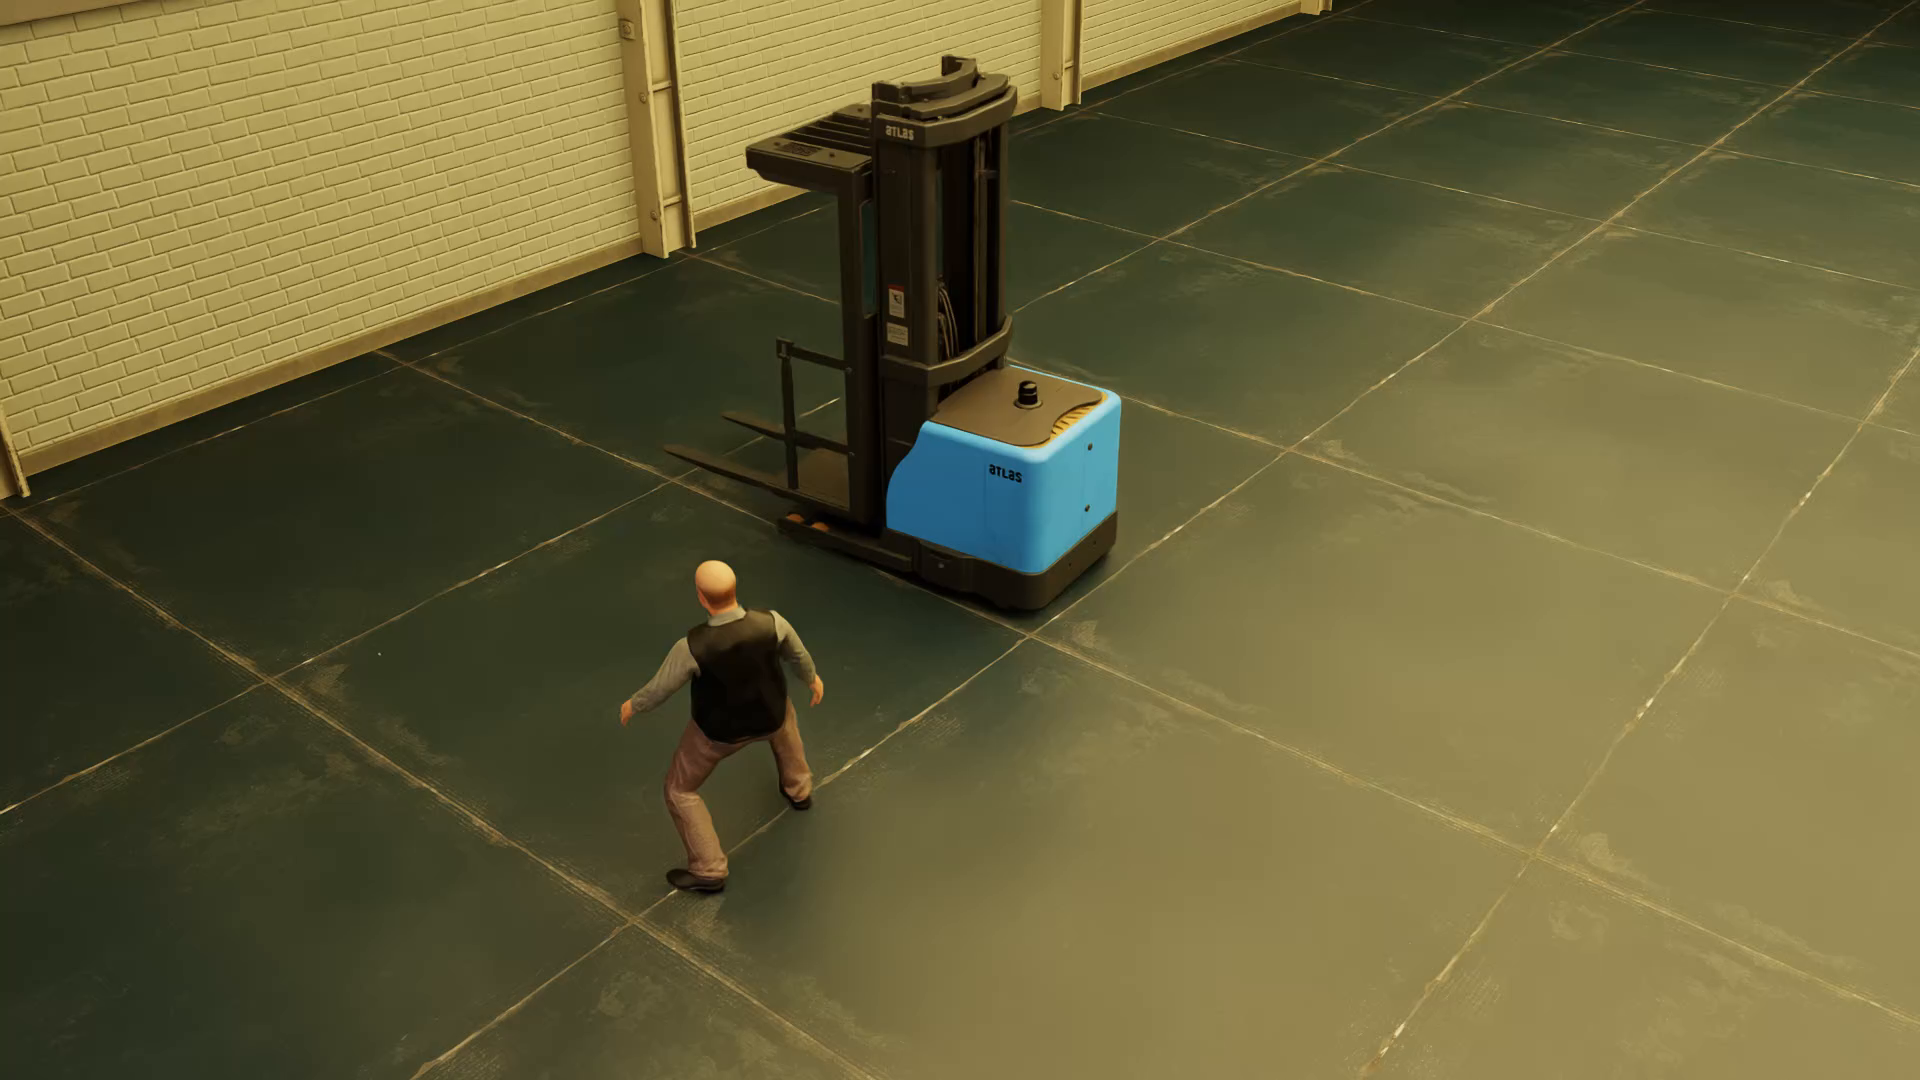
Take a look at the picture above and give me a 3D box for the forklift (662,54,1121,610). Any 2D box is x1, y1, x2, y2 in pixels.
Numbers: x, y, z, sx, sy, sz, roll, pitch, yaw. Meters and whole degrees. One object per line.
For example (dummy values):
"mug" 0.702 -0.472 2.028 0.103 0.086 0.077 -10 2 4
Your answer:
"forklift" -0.544 -1.413 10.013 3.031 2.935 1.130 18 35 28

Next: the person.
"person" -1.065 0.769 7.638 0.936 1.599 0.663 -13 33 -21
